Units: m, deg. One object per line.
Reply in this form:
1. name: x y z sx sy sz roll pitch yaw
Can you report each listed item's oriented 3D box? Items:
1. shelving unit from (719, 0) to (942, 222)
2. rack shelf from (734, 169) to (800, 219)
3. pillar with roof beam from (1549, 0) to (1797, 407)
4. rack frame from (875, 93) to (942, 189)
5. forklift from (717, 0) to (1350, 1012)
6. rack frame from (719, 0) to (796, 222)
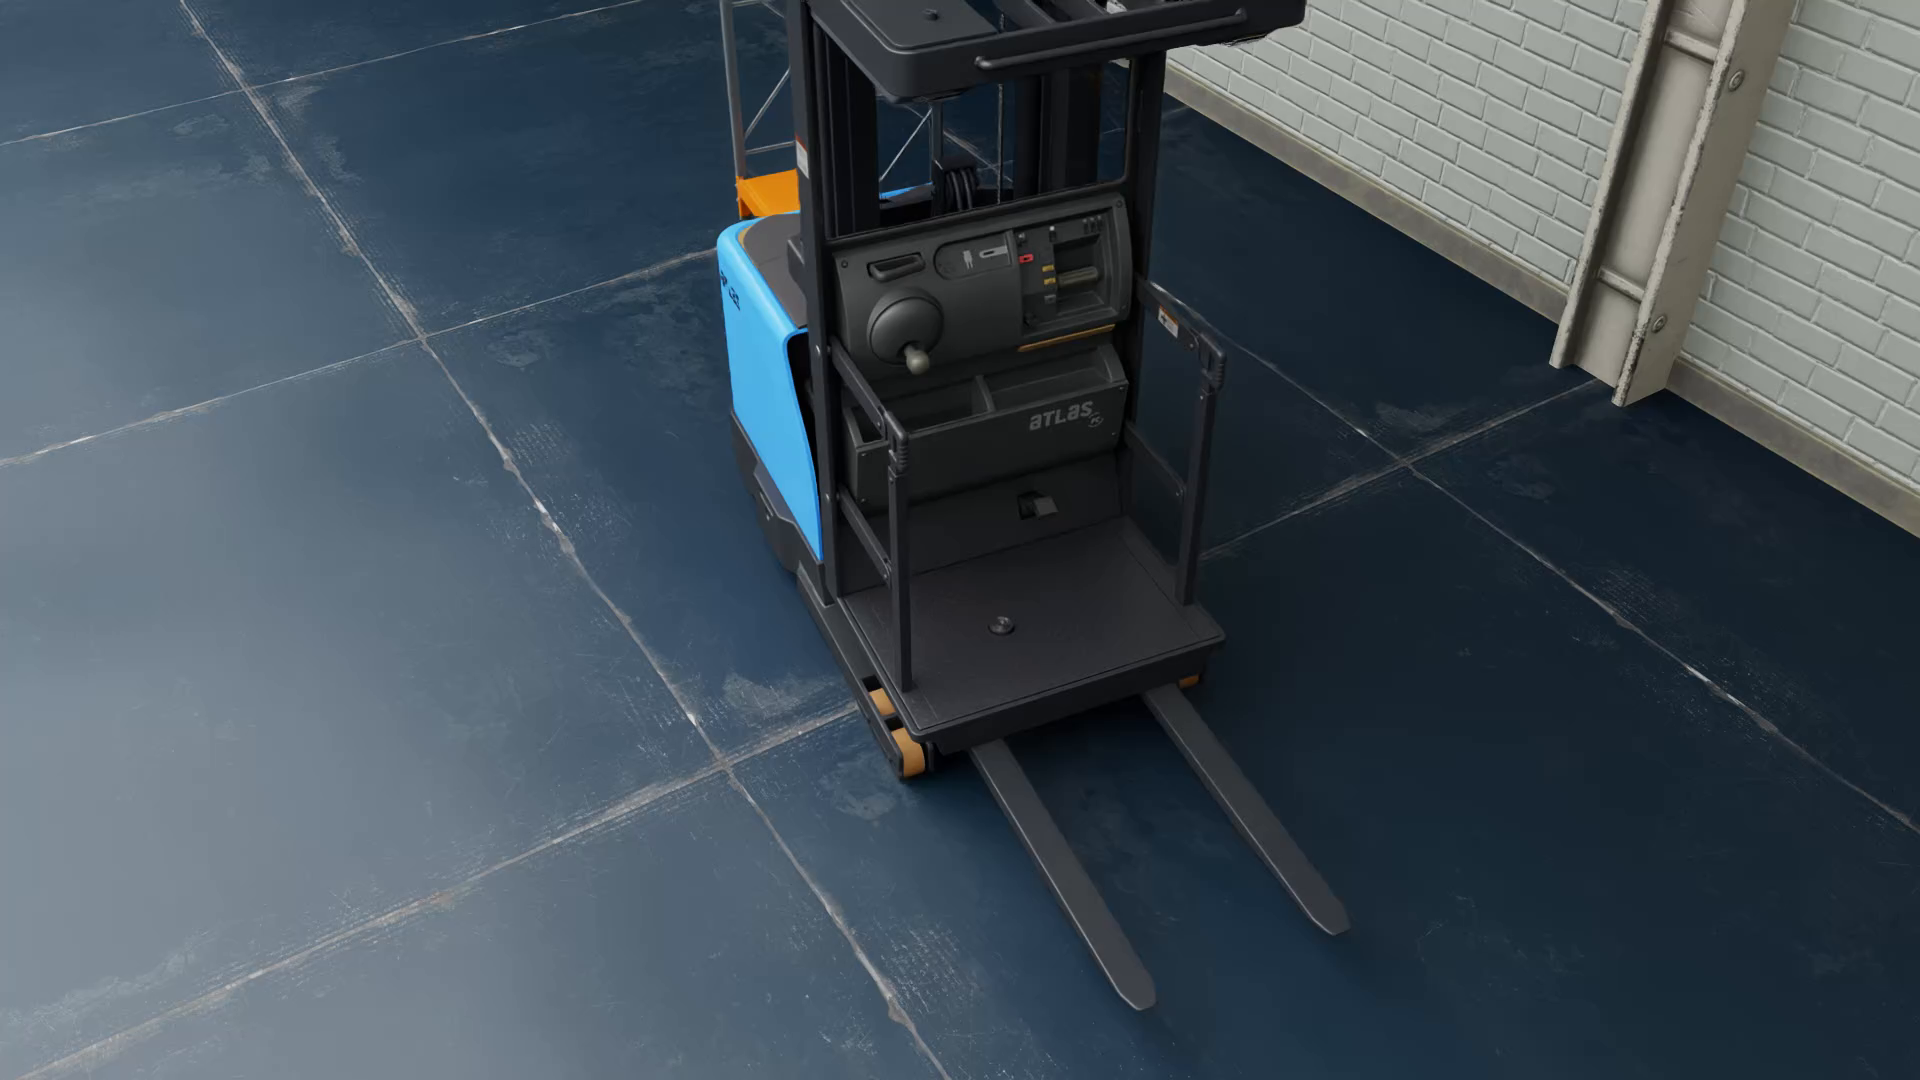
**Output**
1. shelving unit: -0.508 -1.389 6.745 0.587 1.500 1.083 -16 43 -19
2. rack shelf: -0.512 -1.256 6.866 0.538 0.185 1.000 -16 43 -19
3. pillar with roof beam: -0.859 -2.685 2.443 9.100 9.000 0.400 -22 45 -24
4. rack frame: -0.300 -1.098 6.396 0.500 1.500 0.032 -16 43 -19
5. forklift: 0.172 -0.679 4.776 1.130 2.935 3.031 -16 42 -18
6. rack frame: -0.724 -1.690 7.106 0.500 1.500 0.032 -16 43 -19
